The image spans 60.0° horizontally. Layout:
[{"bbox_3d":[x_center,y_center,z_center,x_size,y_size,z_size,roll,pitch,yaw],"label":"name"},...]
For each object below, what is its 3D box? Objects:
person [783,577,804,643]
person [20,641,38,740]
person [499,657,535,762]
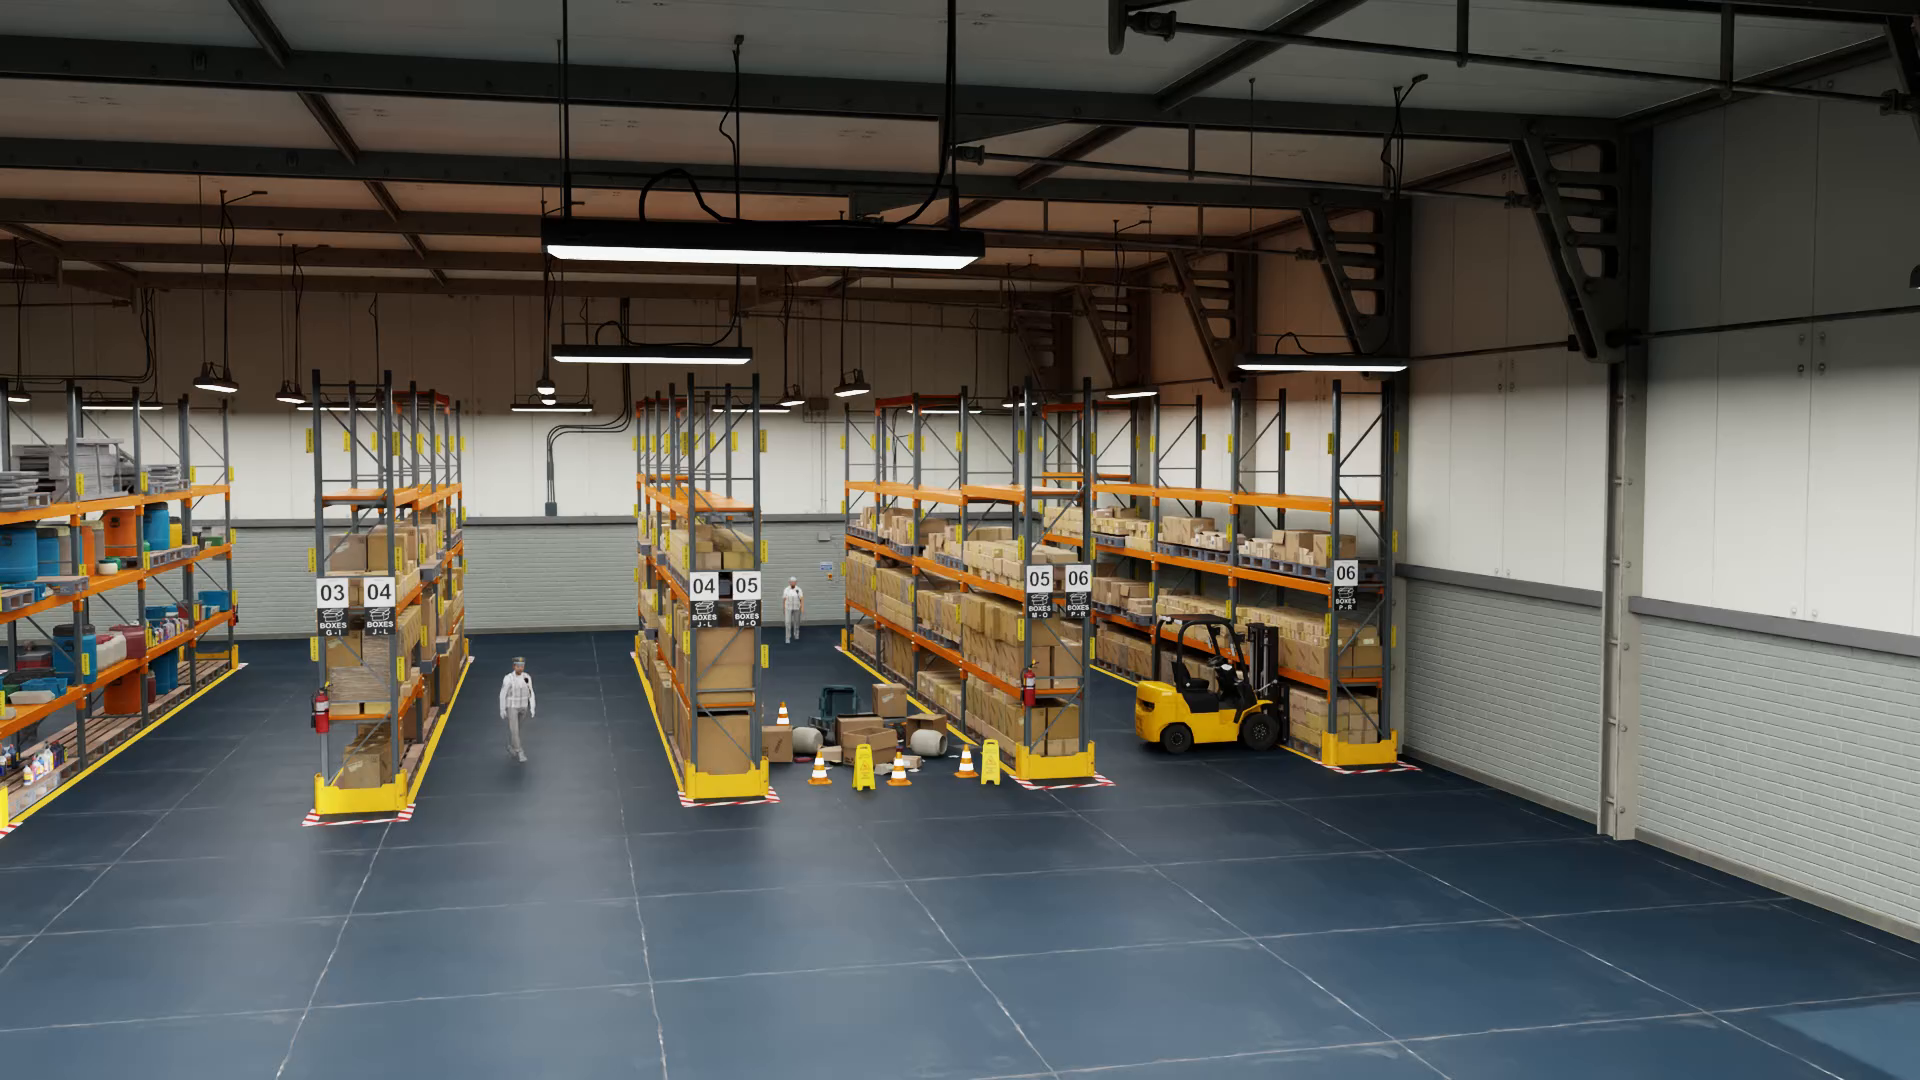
[{"bbox_3d":[-4.217,1.748,42.038,0.530,1.623,0.985,0,3,-4],"label":"person"},{"bbox_3d":[-15.815,2.557,28.208,0.384,1.700,0.505,2,4,27],"label":"person"},{"bbox_3d":[-6.951,2.652,26.233,0.504,1.613,1.005,-3,5,-44],"label":"person"}]
